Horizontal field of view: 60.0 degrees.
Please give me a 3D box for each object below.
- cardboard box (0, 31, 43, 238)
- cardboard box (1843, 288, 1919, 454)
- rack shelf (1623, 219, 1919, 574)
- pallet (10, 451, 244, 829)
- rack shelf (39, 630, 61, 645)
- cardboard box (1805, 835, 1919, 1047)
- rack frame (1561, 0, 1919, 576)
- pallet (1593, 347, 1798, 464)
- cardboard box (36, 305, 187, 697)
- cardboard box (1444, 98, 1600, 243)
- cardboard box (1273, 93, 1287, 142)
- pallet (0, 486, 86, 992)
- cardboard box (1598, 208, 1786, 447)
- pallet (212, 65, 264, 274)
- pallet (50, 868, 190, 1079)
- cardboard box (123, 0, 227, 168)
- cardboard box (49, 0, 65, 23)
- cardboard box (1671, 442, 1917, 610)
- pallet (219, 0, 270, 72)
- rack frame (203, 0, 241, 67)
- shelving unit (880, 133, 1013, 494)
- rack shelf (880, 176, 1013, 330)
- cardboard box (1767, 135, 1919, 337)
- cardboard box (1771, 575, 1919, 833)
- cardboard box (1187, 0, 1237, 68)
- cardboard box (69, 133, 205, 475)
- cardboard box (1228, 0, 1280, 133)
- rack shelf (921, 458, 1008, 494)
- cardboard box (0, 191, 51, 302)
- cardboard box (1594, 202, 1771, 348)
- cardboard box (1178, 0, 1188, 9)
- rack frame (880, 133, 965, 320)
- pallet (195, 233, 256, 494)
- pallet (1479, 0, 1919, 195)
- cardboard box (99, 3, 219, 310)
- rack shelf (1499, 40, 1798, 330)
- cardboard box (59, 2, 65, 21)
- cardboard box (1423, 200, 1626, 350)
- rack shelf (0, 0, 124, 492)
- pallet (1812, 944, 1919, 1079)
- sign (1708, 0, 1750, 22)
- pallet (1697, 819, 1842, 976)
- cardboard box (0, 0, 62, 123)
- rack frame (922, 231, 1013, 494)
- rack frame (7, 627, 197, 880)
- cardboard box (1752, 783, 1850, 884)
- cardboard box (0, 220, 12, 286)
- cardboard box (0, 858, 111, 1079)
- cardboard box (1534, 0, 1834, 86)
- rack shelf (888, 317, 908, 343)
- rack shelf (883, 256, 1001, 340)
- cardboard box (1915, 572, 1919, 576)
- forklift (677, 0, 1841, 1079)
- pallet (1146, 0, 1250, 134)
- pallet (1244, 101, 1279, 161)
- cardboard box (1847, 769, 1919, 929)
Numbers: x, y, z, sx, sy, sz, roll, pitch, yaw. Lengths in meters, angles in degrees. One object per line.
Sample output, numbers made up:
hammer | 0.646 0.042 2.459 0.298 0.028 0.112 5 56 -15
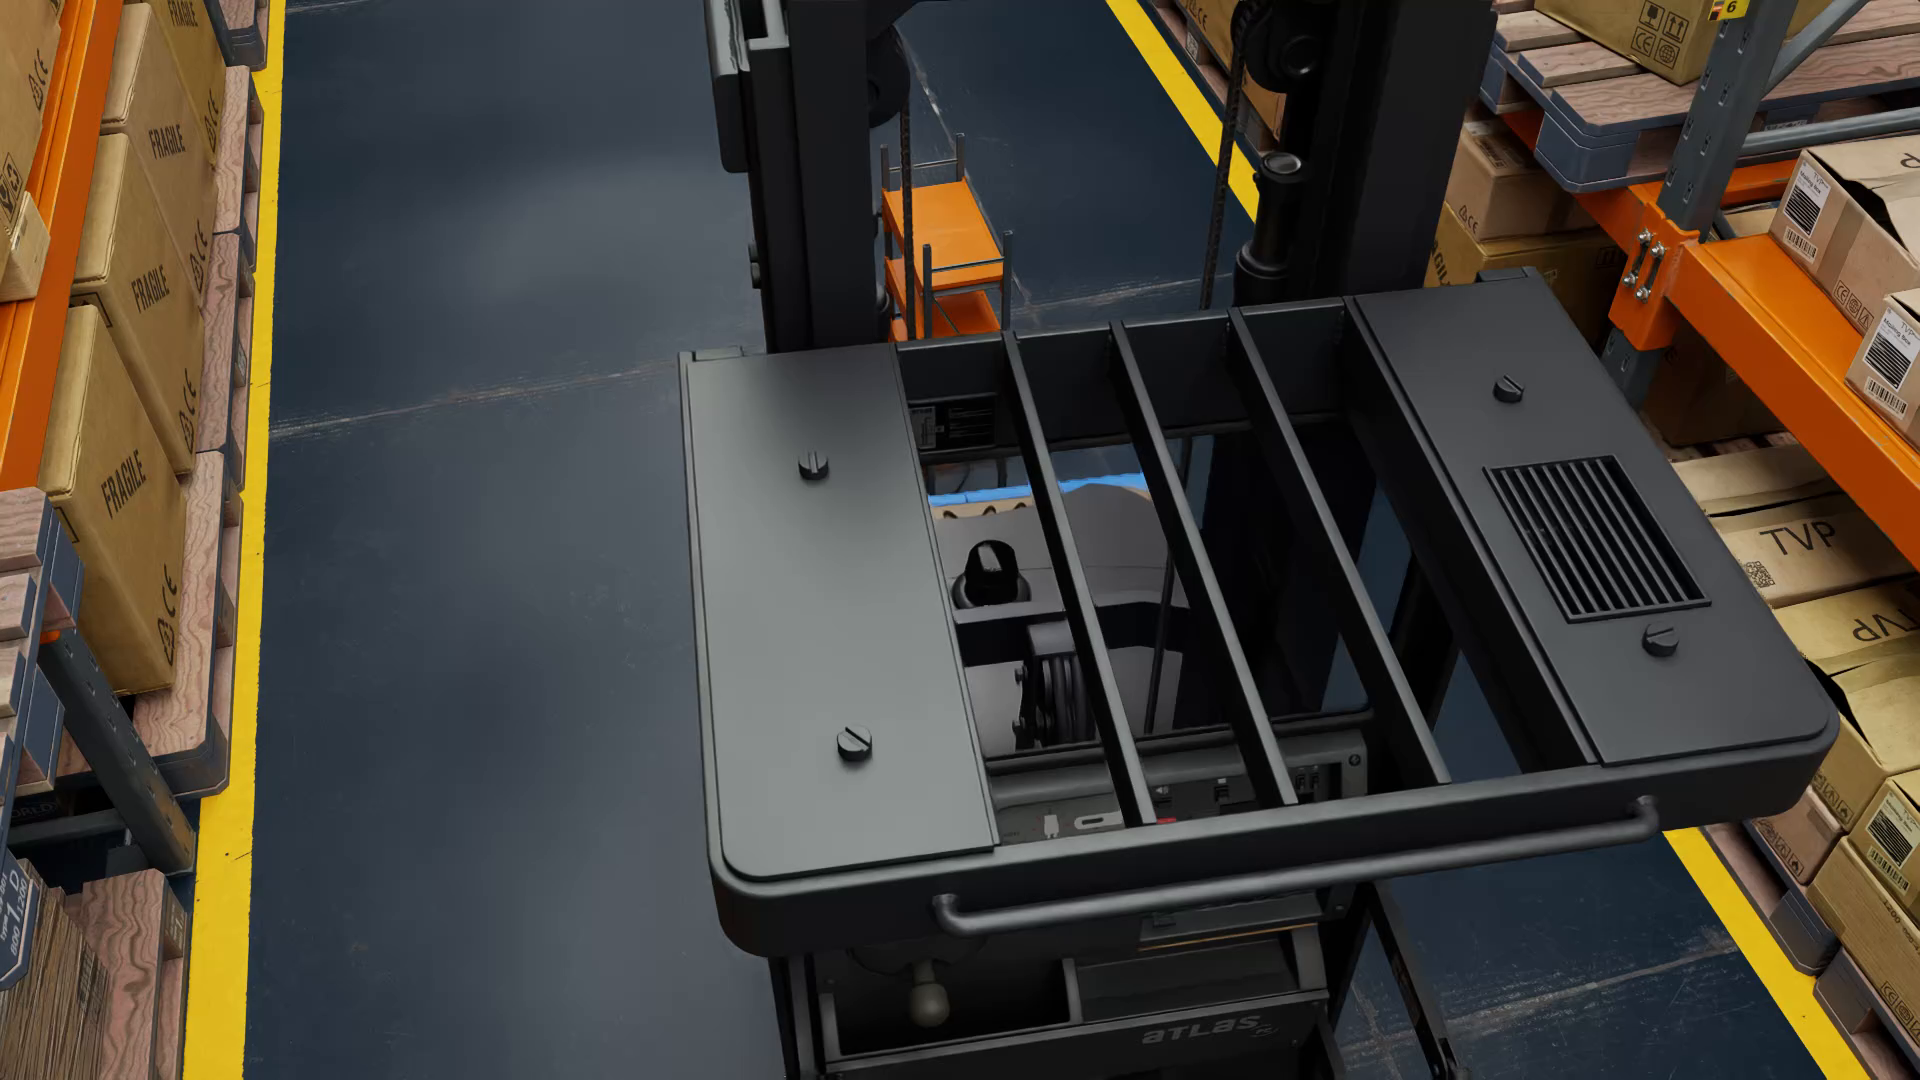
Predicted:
cardboard box | -2.521 -1.013 3.850 0.500 0.500 0.500 -9 46 -9
cardboard box | 2.311 -0.345 3.551 0.500 0.311 0.500 -11 47 -11
rack shelf | 2.781 0.603 3.062 1.077 0.370 4.000 -11 47 -10
pallet | -2.648 0.297 4.811 1.003 0.211 1.213 -11 47 -10
rack shelf | -2.007 1.511 2.172 1.077 0.370 4.000 -11 47 -10
cardboard box | 2.388 0.906 3.893 0.500 0.250 0.500 -12 47 -11
rack frame | 2.269 -1.030 4.159 1.000 3.000 0.127 -11 47 -10
pallet | 2.114 -0.576 5.667 1.003 0.211 1.213 -11 47 -10
cardboard box | -2.580 -0.047 4.407 0.750 0.750 0.750 -11 47 -11
cardboard box | 1.784 -1.212 5.255 0.500 0.250 0.500 -9 46 -9
cardboard box | 1.530 -1.630 6.189 0.500 0.500 0.500 -12 47 -12
pallet | -2.233 0.418 2.874 1.213 0.211 1.003 -11 47 -10
cardboard box | 2.429 -0.675 5.254 0.500 0.500 0.500 -9 46 -9
pallet | -3.272 -1.388 6.462 1.003 0.211 1.213 -11 47 -10
pallet | -2.320 1.395 3.735 1.003 0.211 1.213 -11 47 -10
cardboard box | -3.251 -1.852 6.176 0.750 0.750 0.750 -10 46 -10
cardboard box | -2.788 -1.714 4.537 0.500 0.500 0.500 -10 46 -9
cardboard box | 2.119 0.005 4.384 0.500 0.311 0.500 -9 46 -9
pallet | -3.662 -2.446 7.499 1.003 0.211 1.213 -11 47 -10
rack frame | -3.543 -2.883 5.975 1.000 3.000 0.127 -11 47 -10
shelving unit | -0.042 -0.534 4.933 0.258 1.200 0.503 -11 47 -10
rack shelf | -0.042 -0.809 4.653 0.258 0.148 0.480 -11 47 -10
cardboard box | 2.320 -0.739 3.937 0.500 0.311 0.500 -8 46 -8
cardboard box | 2.262 0.366 4.030 0.500 0.311 0.500 -12 47 -11
cardboard box | 1.281 -2.325 6.871 0.500 0.500 0.500 -10 46 -10
cardboard box | -2.798 -0.653 5.001 0.750 0.750 0.750 -11 47 -11
cardboard box | 1.401 -1.979 6.531 0.500 0.500 0.500 -10 46 -10
rack shelf | -0.042 -0.348 5.123 0.258 0.148 0.480 -11 47 -10
cardboard box | -2.421 -0.684 3.982 0.380 0.149 0.250 -9 46 -9
cardboard box | 2.289 -1.036 5.607 0.500 0.500 0.500 -12 47 -12
cardboard box | 1.133 -2.692 7.230 0.500 0.500 0.500 -13 47 -12
rack frame | -0.105 -0.703 5.099 0.240 1.200 0.015 -11 47 -10
pallet | -2.956 -0.544 5.635 1.003 0.211 1.213 -11 47 -10
pallet | 2.028 -1.418 4.673 1.213 0.211 1.003 -11 47 -10
cardboard box | -3.020 -1.239 5.575 0.750 0.750 0.750 -9 46 -9
rack shelf | 1.757 -2.159 5.769 1.077 0.370 4.000 -11 47 -10
cardboard box | -2.843 -1.550 4.830 0.380 0.149 0.250 -9 46 -9
cardboard box | 1.803 -0.911 5.485 0.500 0.500 0.500 -9 46 -9
rack shelf | -3.031 -1.250 4.879 1.077 0.370 4.000 -11 47 -10
pallet | 2.751 1.363 3.767 1.003 0.211 1.213 -11 47 -10
sign | 1.747 -1.301 3.670 0.100 0.325 0.005 -11 47 -10
pallet | 2.442 0.522 4.591 1.003 0.211 1.213 -11 47 -10
cardboard box | -2.647 -1.356 4.186 0.500 0.500 0.500 -11 47 -10
rack frame | 0.020 -0.366 4.768 0.240 1.200 0.015 -11 47 -10
rack frame | -2.519 -0.121 3.269 1.000 3.000 0.127 -11 47 -10
cardboard box | 2.249 0.548 4.244 0.500 0.250 0.500 -12 47 -11
cardboard box | -2.396 -0.649 3.494 0.500 0.500 0.500 -9 46 -9
cardboard box | -2.284 1.087 3.526 0.700 0.500 0.500 -10 46 -10
cardboard box | 1.999 -1.626 4.379 0.700 0.500 0.500 -26 51 -23
rack shelf | -0.042 -0.487 4.982 0.258 0.148 0.480 -11 47 -10
rack shelf | -0.042 -0.644 4.822 0.258 0.148 0.480 -11 47 -10
cardboard box | 2.641 -0.094 4.480 0.500 0.311 0.500 -10 46 -9
forklift | 0.245 0.648 2.563 1.130 2.935 3.031 -7 46 -6
pallet | 1.490 -2.260 7.318 1.003 0.211 1.213 -11 47 -10
pallet | 1.806 -1.417 6.491 1.003 0.211 1.213 -11 47 -10
cardboard box | 2.390 0.719 3.684 0.500 0.311 0.500 -12 47 -11
